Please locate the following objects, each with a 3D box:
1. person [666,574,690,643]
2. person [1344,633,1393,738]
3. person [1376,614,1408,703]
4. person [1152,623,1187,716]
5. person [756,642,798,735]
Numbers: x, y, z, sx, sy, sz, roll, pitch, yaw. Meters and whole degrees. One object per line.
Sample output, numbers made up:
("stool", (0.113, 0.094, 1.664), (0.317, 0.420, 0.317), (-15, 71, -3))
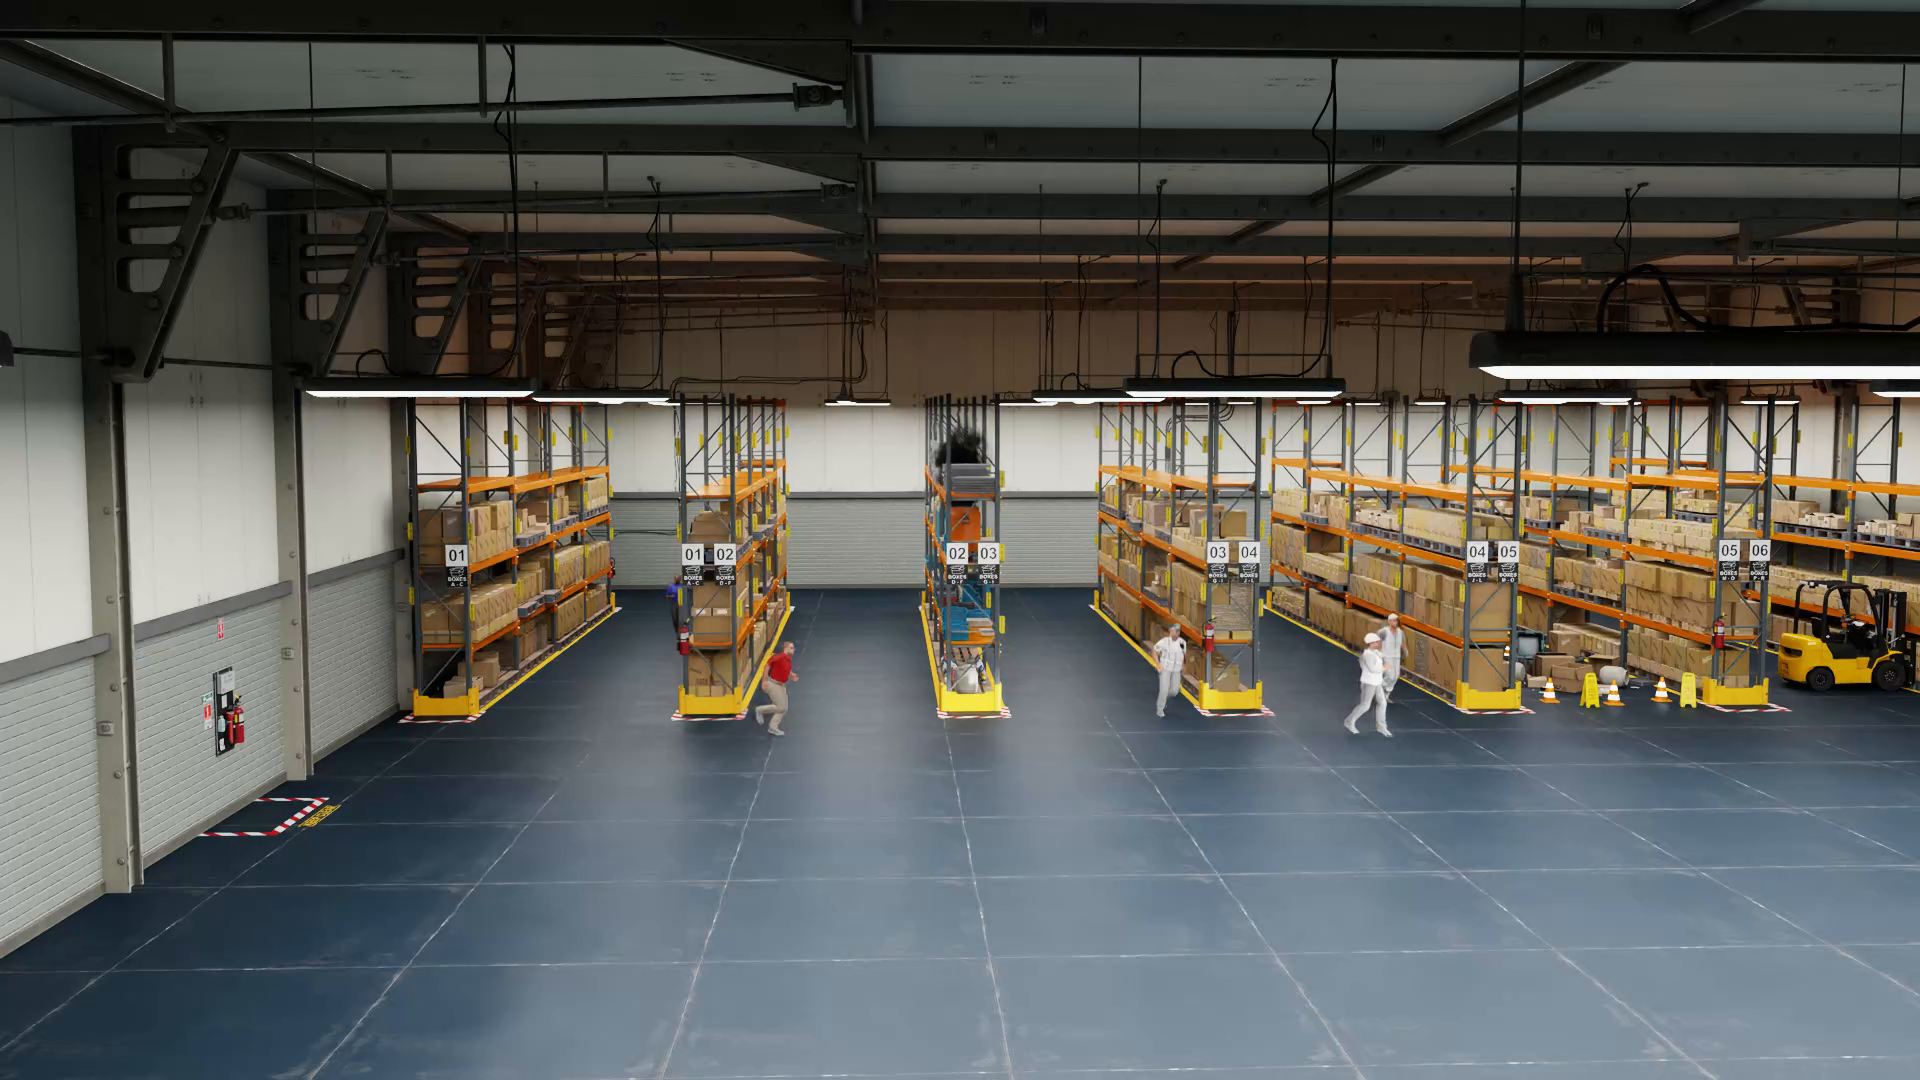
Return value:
("person", (-6.901, 1.655, 40.621), (0.575, 1.657, 0.909), (0, 5, -4))
("person", (7.140, 2.534, 29.027), (0.828, 1.828, 0.658), (2, 5, 25))
("person", (8.396, 2.301, 32.251), (0.660, 1.746, 0.559), (-2, 5, -20))
("person", (3.946, 2.410, 31.230), (0.704, 1.718, 0.554), (-1, 5, -14))
("person", (-3.195, 2.603, 29.271), (0.706, 1.654, 0.655), (1, 5, 13))
